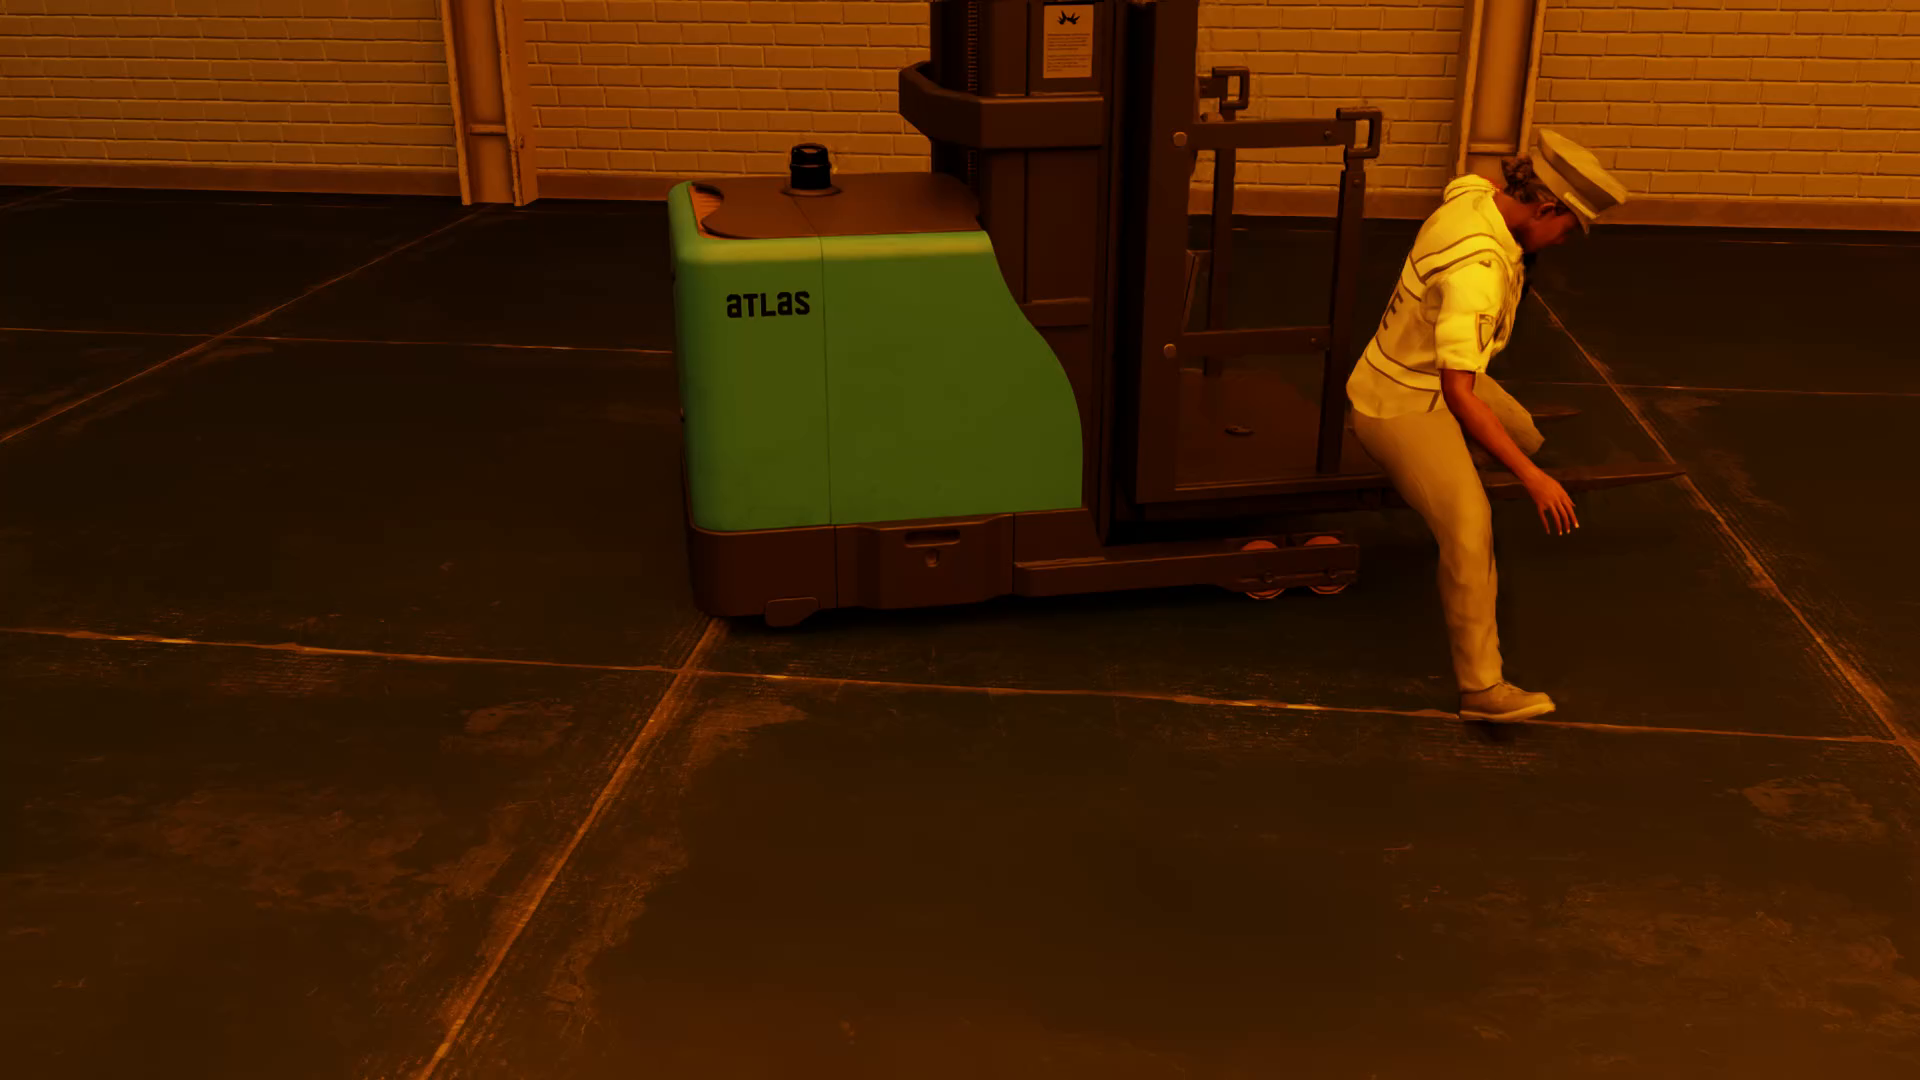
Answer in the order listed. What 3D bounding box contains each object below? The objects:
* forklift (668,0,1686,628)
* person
[{"bbox_3d":[0.683,-1.379,4.677,3.031,2.935,1.130,-4,22,-10],"label":"forklift"},{"bbox_3d":[1.338,-0.367,4.255,0.724,1.390,1.172,12,25,27],"label":"person"}]
